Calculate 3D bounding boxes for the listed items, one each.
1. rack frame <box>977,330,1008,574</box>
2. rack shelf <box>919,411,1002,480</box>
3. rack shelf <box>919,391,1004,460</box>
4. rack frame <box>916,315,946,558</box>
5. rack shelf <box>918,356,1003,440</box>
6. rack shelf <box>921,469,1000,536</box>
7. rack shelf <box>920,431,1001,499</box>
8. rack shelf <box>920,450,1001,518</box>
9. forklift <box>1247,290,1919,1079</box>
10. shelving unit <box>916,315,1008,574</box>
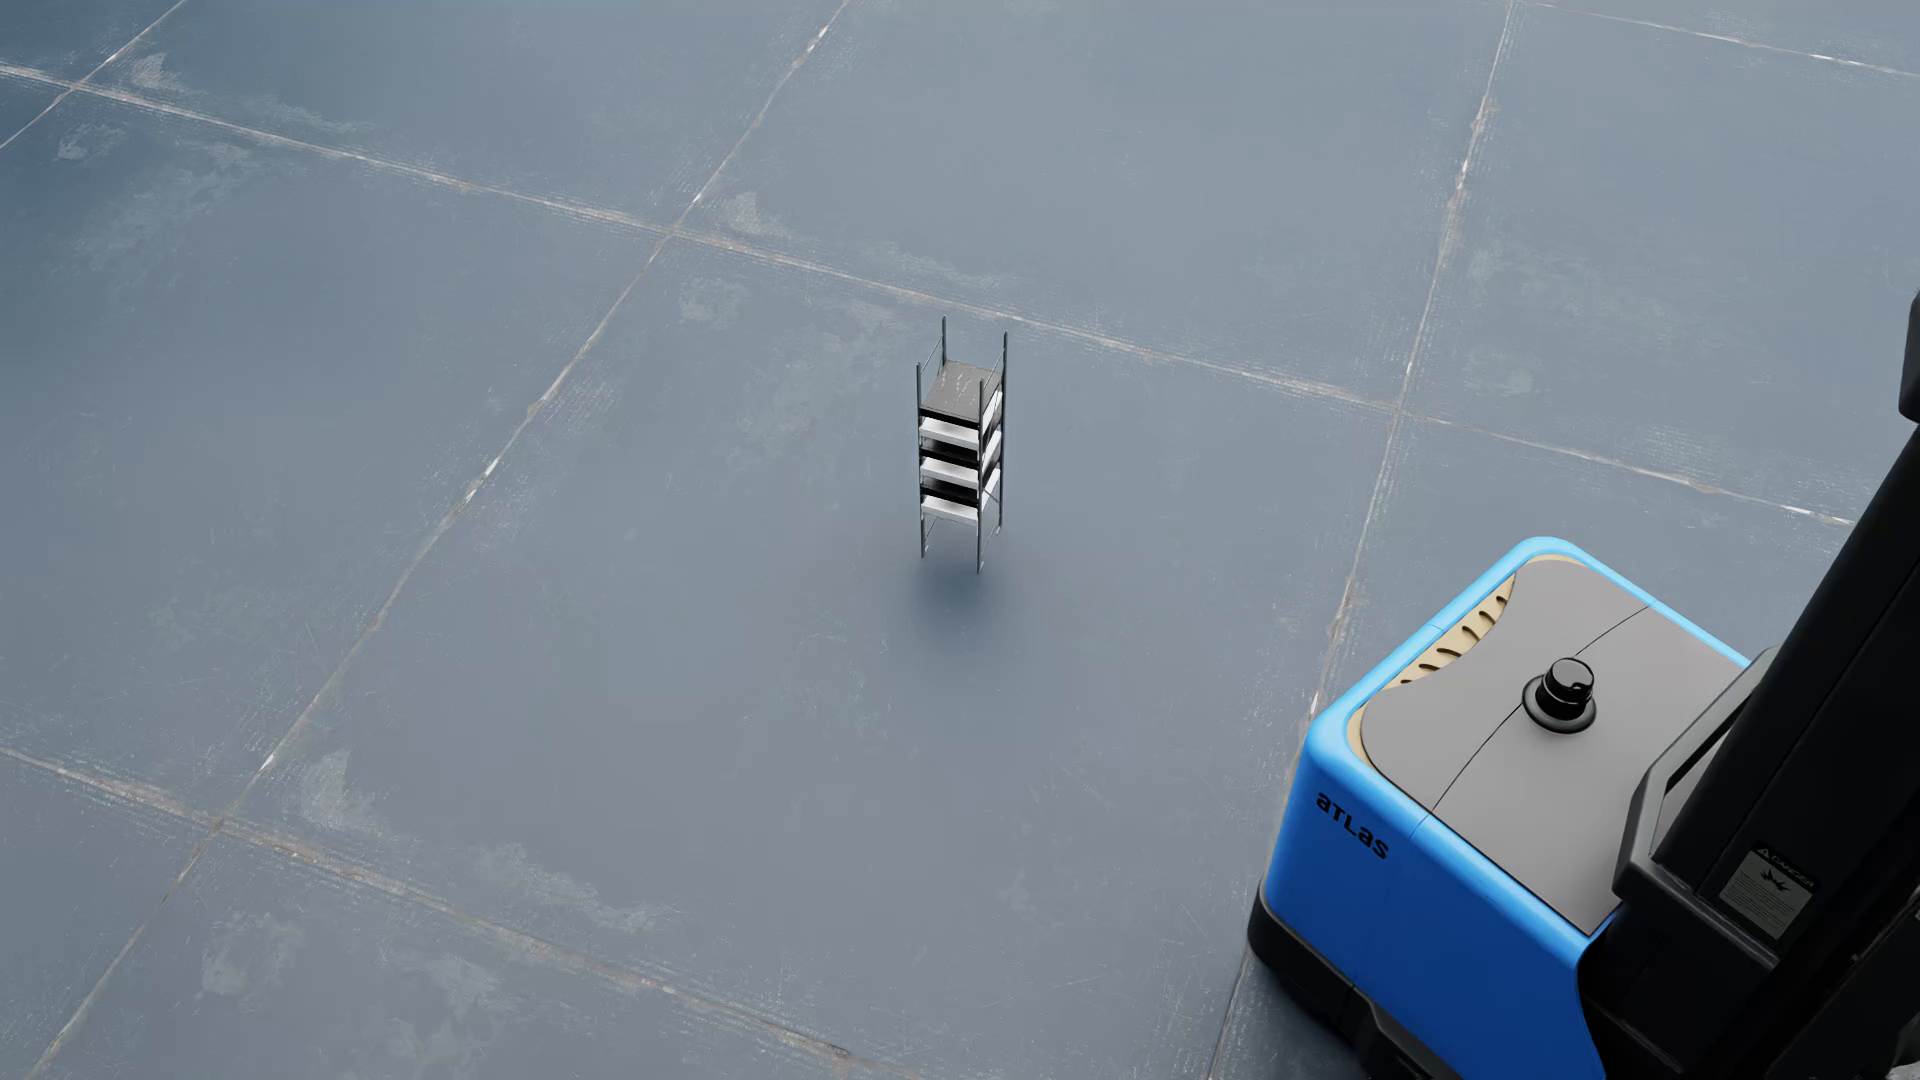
[{"bbox_3d":[0.103,-0.266,5.385,0.006,0.900,0.240,16,51,13],"label":"rack frame"},{"bbox_3d":[0.008,-0.330,5.365,0.200,0.077,0.258,16,51,13],"label":"rack shelf"},{"bbox_3d":[0.008,-0.389,5.297,0.200,0.077,0.258,16,51,13],"label":"rack shelf"},{"bbox_3d":[-0.088,-0.319,5.431,0.006,0.900,0.240,16,51,13],"label":"rack frame"},{"bbox_3d":[0.008,-0.448,5.229,0.200,0.077,0.258,16,51,13],"label":"rack shelf"},{"bbox_3d":[0.008,-0.153,5.569,0.200,0.077,0.258,16,51,13],"label":"rack shelf"},{"bbox_3d":[0.008,-0.271,5.433,0.200,0.077,0.258,16,51,13],"label":"rack shelf"},{"bbox_3d":[0.008,-0.212,5.501,0.200,0.077,0.258,16,51,13],"label":"rack shelf"},{"bbox_3d":[2.174,0.777,3.137,1.130,2.935,3.031,-35,57,-26],"label":"forklift"},{"bbox_3d":[0.008,-0.293,5.408,0.210,0.900,0.258,16,51,13],"label":"shelving unit"}]
